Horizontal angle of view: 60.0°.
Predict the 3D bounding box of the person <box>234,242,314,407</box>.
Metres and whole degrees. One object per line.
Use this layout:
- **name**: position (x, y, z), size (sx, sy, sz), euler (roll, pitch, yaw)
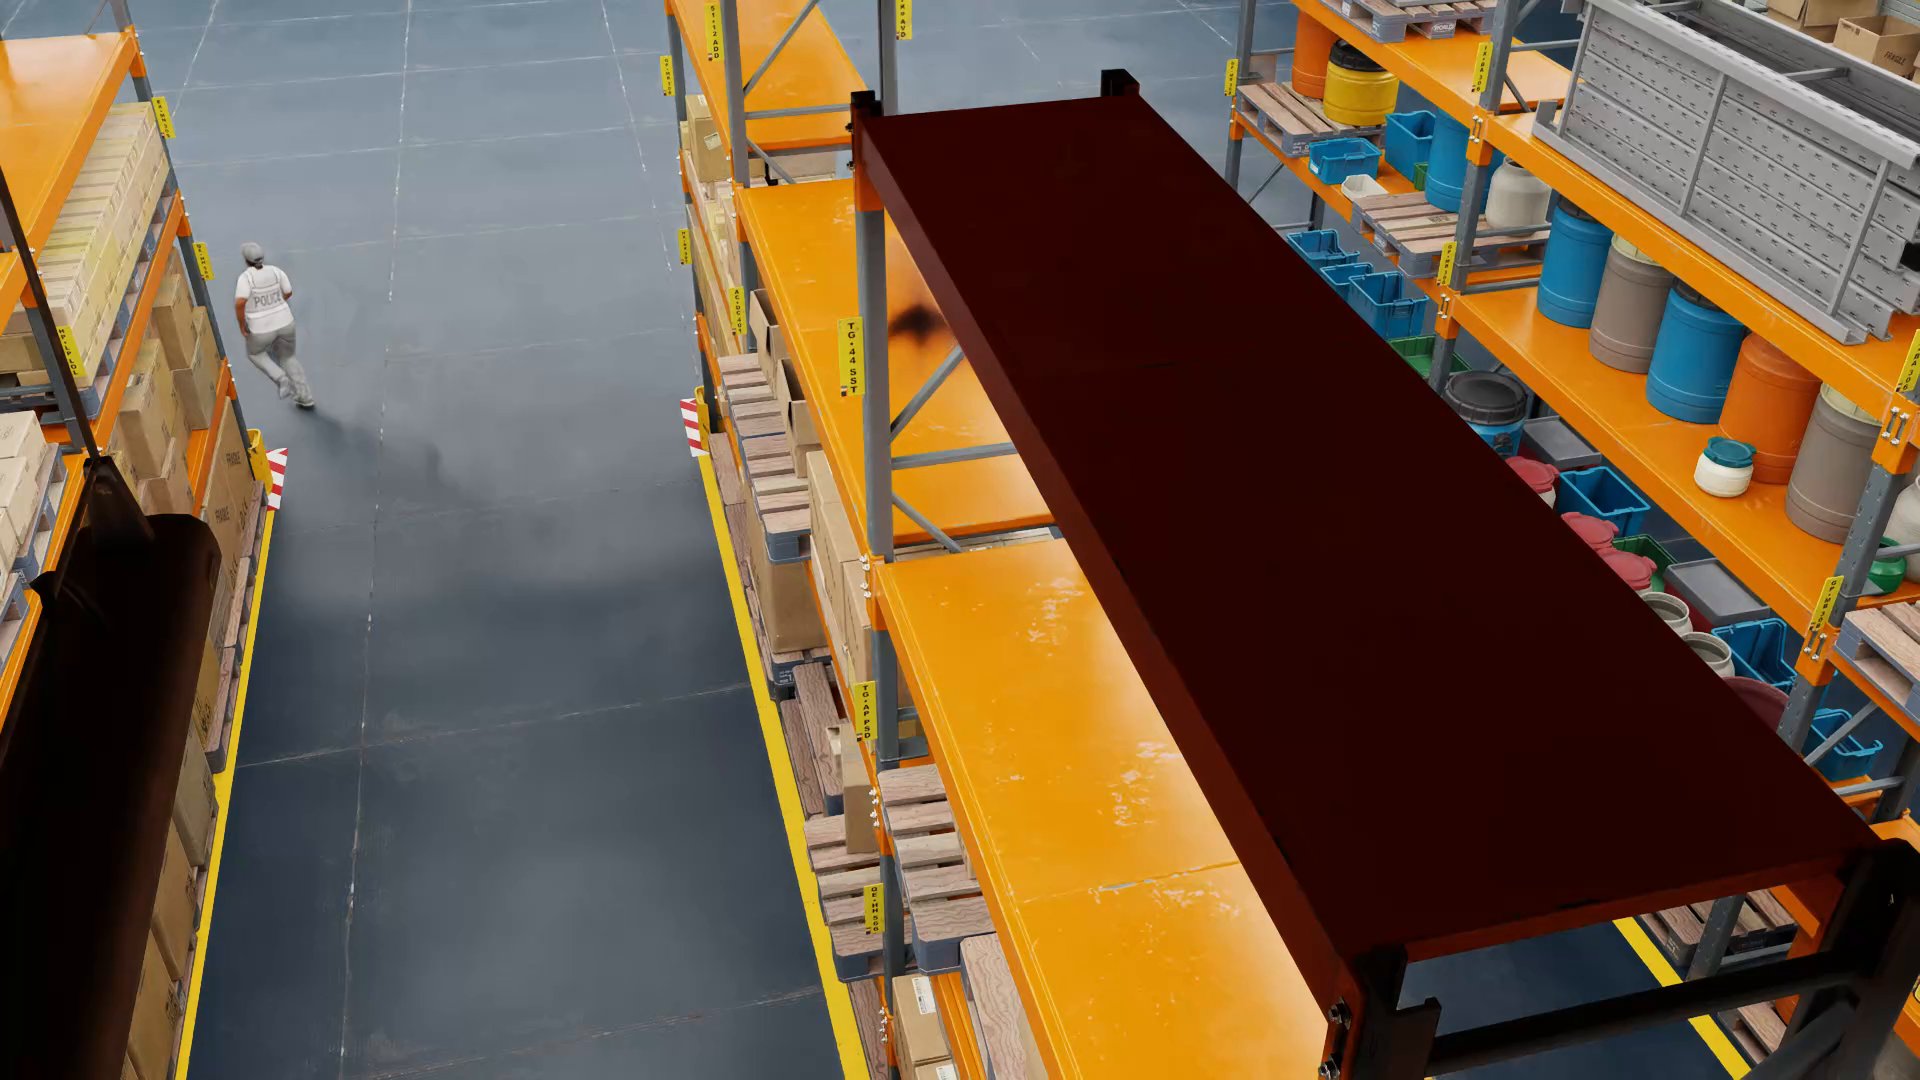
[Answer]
- **person**: position (-6.511, -2.015, 15.605), size (0.672, 1.625, 0.634), euler (28, 43, 34)
